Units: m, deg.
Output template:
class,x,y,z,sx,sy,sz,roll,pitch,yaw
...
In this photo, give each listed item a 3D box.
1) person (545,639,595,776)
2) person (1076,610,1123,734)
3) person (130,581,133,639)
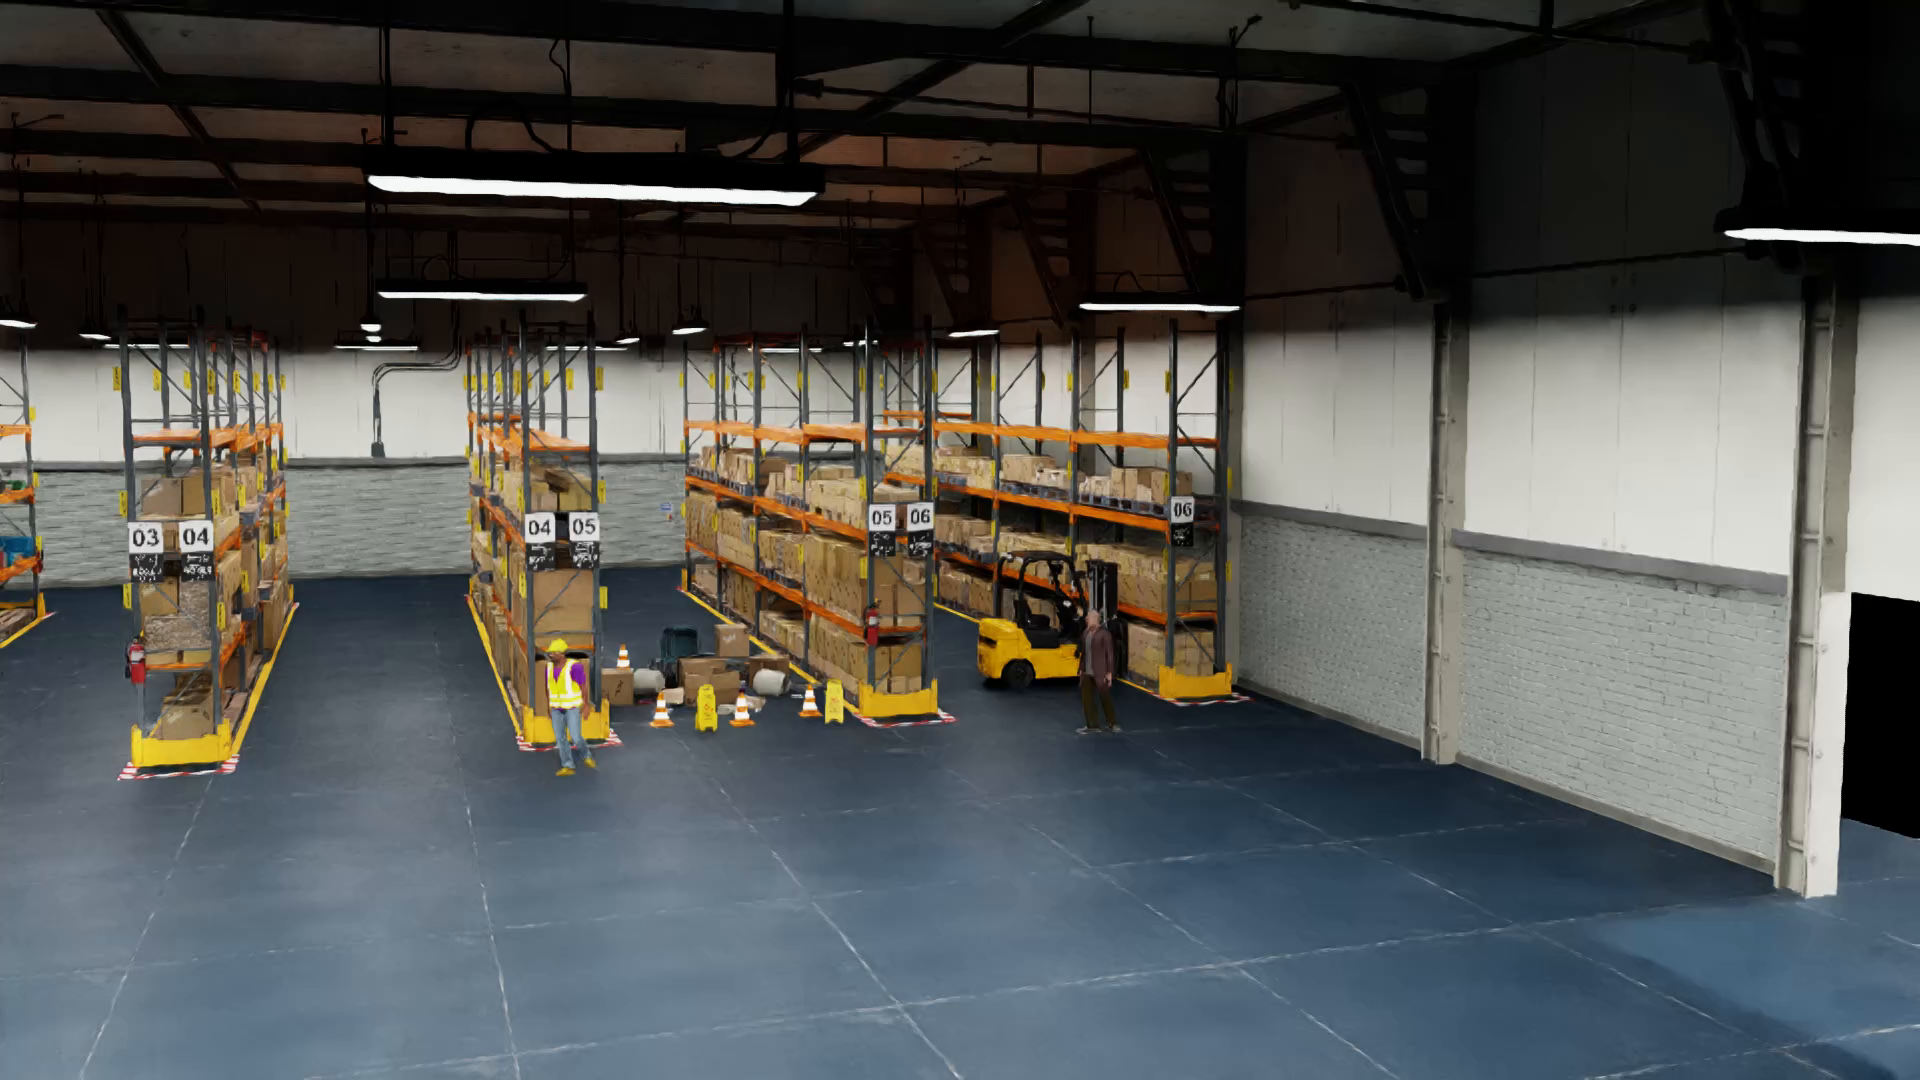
class,x,y,z,sx,sy,sz,roll,pitch,yaw
person,-5.004,2.120,21.251,0.613,1.755,0.578,2,6,17
person,1.978,1.880,23.716,0.580,1.771,0.688,-5,8,-45
person,-15.661,1.142,31.823,0.562,1.661,0.591,0,5,1
